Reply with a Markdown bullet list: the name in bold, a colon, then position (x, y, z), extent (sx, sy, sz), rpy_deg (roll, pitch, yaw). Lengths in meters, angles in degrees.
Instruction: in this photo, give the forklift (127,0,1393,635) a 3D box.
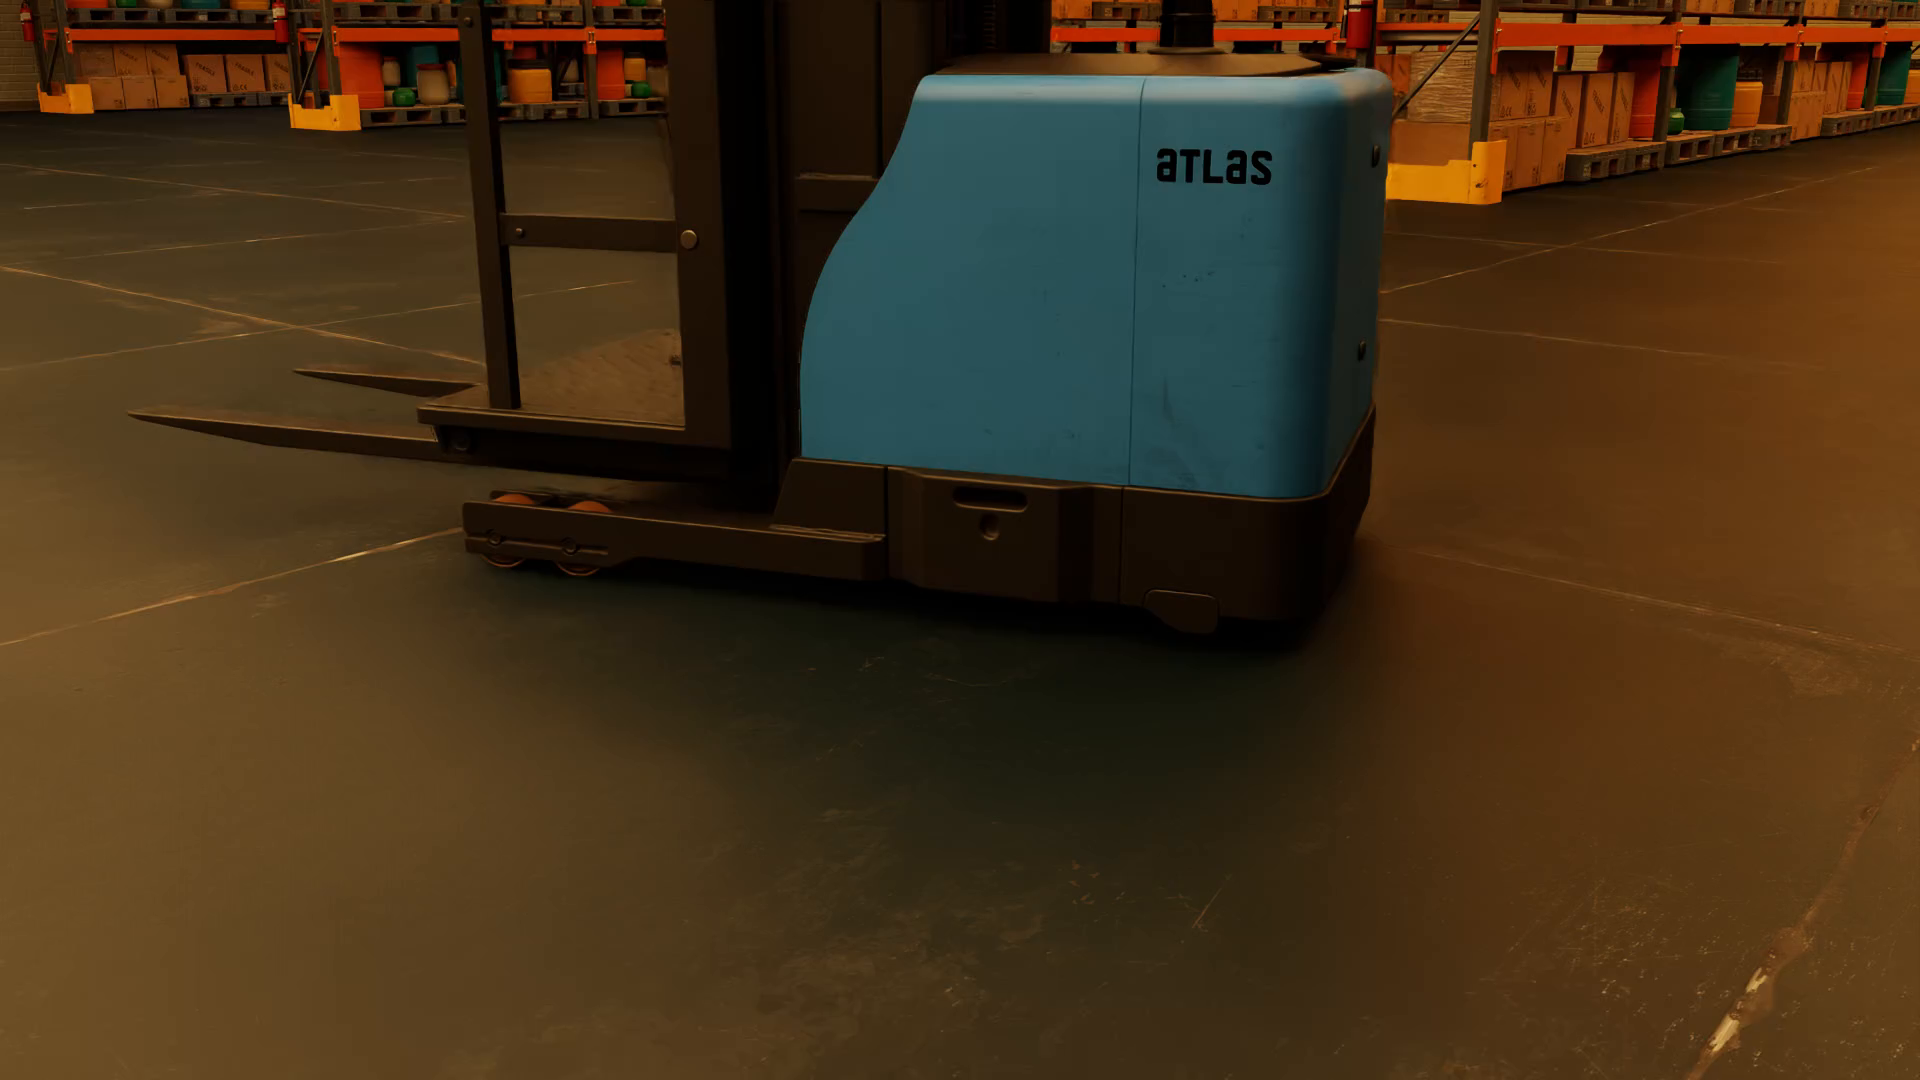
- **forklift**: position (-0.586, -1.458, 3.698), extent (3.031, 2.935, 1.130), rpy_deg (6, 18, 18)
